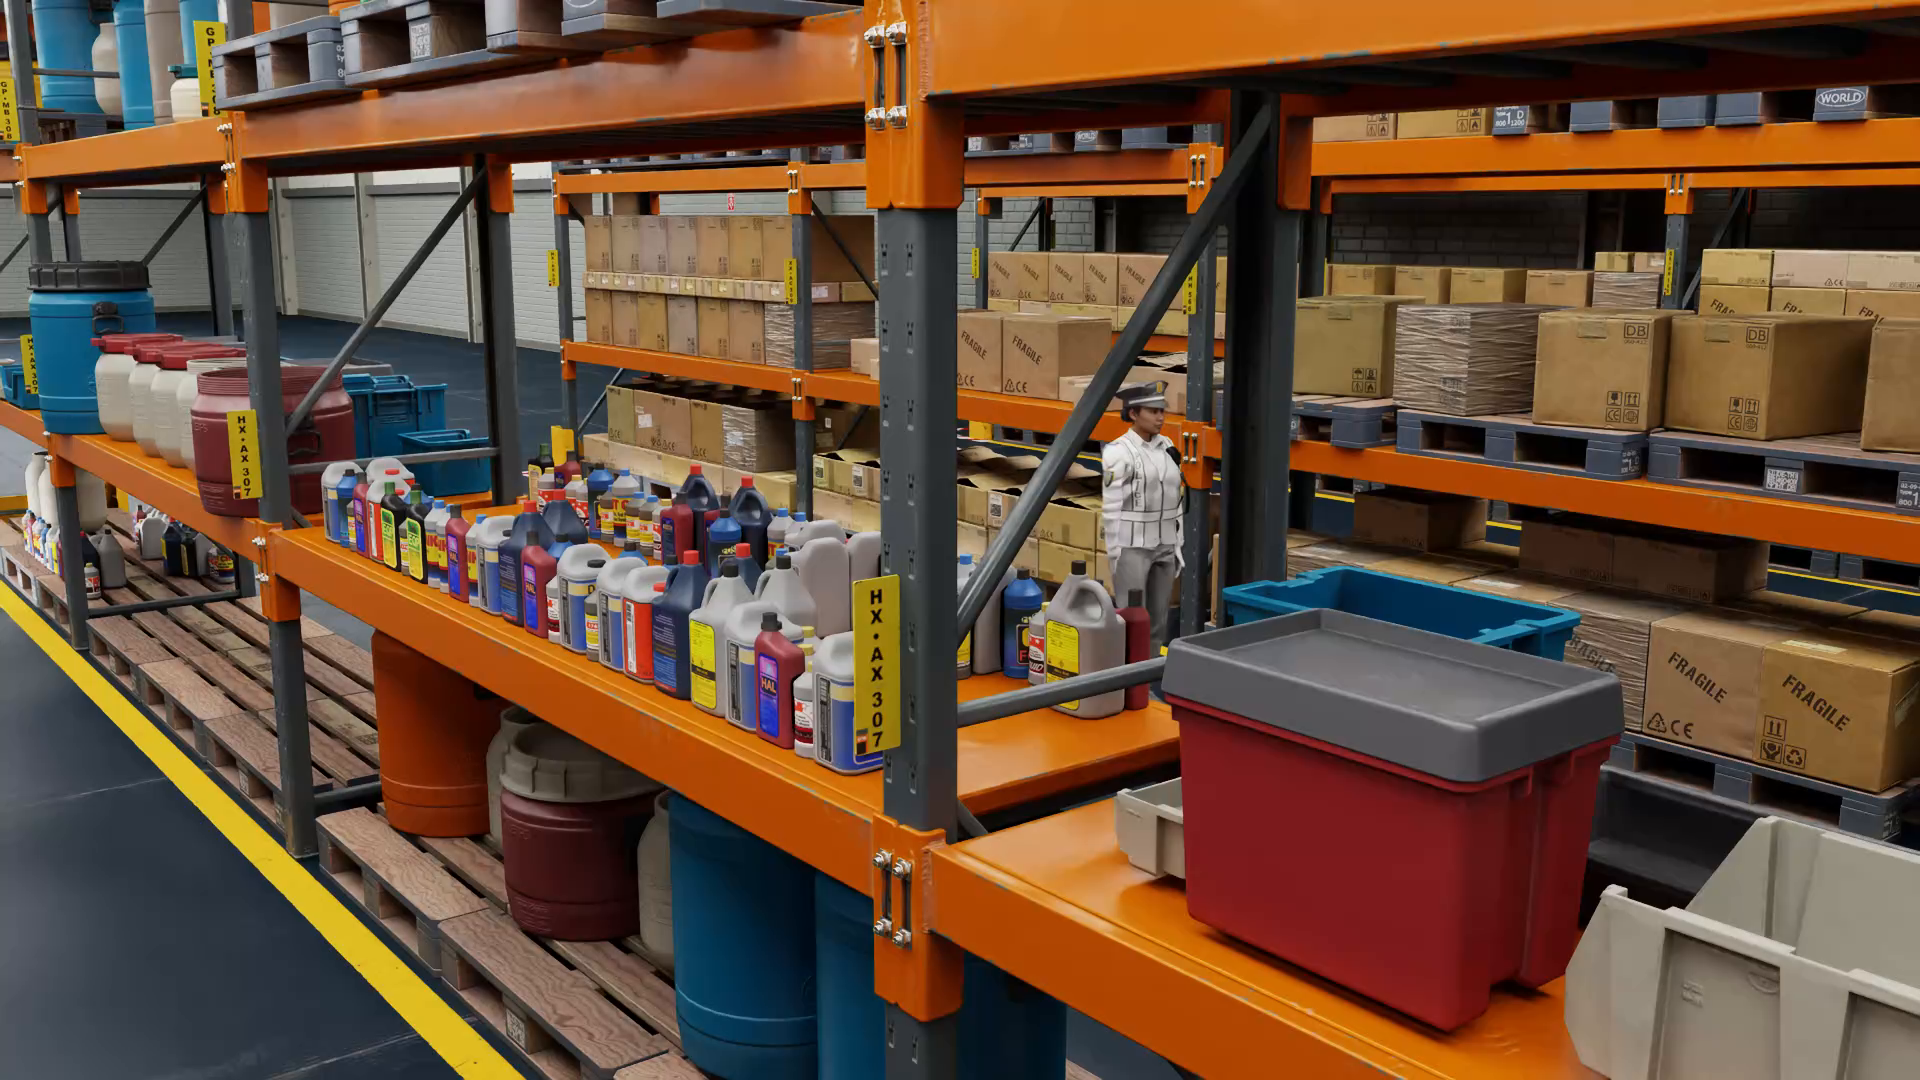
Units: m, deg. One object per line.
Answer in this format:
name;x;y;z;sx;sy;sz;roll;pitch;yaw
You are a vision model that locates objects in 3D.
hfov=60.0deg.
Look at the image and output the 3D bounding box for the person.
person;0.910;0.054;8.117;0.467;1.680;0.355;-8;14;-36
